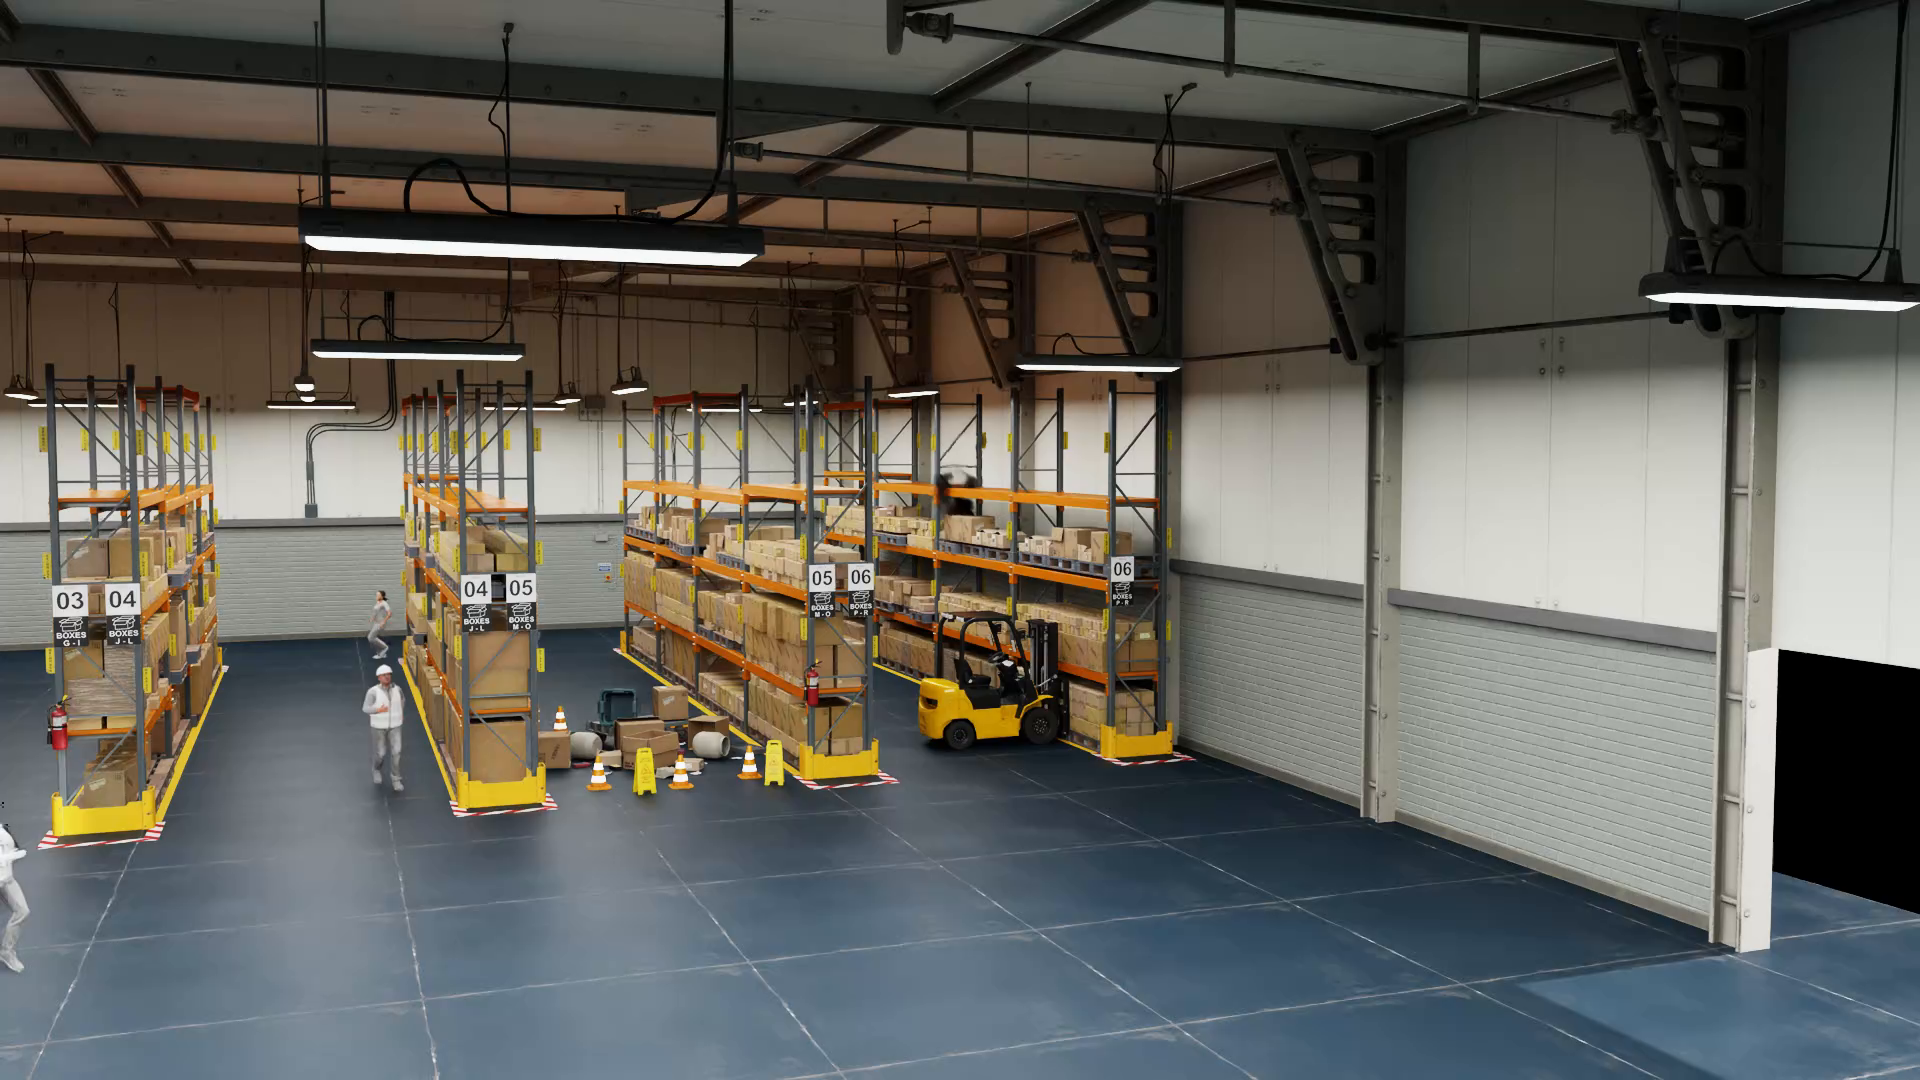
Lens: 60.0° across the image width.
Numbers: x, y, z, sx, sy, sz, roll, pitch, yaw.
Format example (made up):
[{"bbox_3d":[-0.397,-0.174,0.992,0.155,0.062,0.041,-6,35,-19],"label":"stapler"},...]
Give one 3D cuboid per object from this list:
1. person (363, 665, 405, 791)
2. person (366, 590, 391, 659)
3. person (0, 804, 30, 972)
[{"bbox_3d":[-8.258,2.683,23.951,0.661,1.767,0.906,-2,4,-35],"label":"person"},{"bbox_3d":[-13.431,1.956,38.387,0.504,1.613,0.617,-3,4,-38],"label":"person"},{"bbox_3d":[-9.090,3.242,15.670,0.684,1.734,0.592,0,3,1],"label":"person"}]
